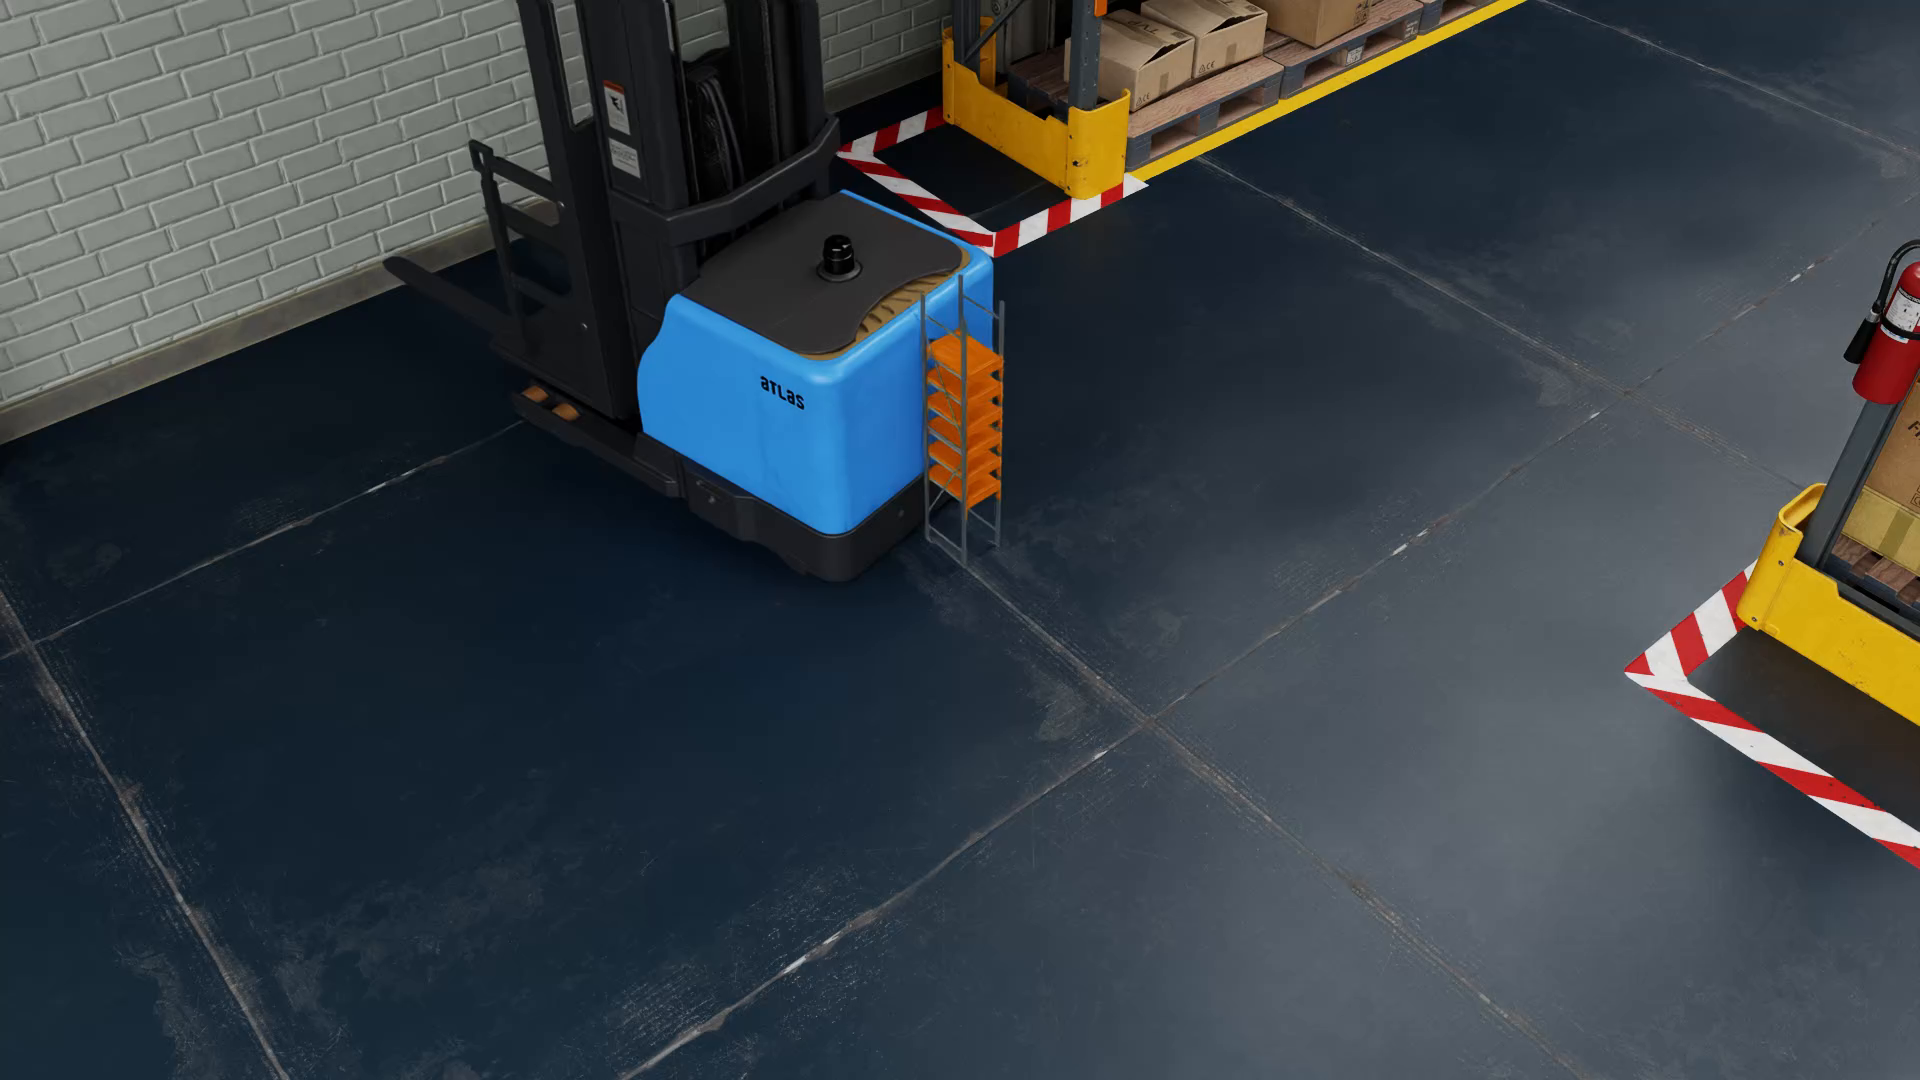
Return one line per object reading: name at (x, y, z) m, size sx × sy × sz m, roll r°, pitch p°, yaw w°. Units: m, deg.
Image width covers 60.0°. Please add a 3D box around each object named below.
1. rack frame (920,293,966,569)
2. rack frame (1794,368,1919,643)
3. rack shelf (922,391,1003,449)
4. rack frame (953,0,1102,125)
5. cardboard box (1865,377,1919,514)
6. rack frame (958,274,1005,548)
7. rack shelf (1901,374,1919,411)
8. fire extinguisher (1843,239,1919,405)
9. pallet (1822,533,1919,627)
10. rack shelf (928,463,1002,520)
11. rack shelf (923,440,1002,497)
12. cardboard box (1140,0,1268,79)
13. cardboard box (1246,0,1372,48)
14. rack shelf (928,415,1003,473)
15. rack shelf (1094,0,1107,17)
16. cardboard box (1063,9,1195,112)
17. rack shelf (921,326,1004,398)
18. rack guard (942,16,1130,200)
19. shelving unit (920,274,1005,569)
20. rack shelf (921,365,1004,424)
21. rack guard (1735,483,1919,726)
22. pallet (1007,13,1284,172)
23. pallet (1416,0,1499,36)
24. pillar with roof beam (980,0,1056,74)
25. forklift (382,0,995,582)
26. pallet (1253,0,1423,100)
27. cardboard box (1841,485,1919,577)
rack frame at (-0.059, -0.382, 6.281) m, size 0.006 × 1.200 × 0.240 m, roll -32°, pitch 52°, yaw -29°
rack frame at (3.507, -0.591, 5.188) m, size 0.127 × 3.000 × 1.000 m, roll -30°, pitch 51°, yaw -28°
rack shelf at (0.009, -0.479, 6.273) m, size 0.180 × 0.103 × 0.258 m, roll -32°, pitch 52°, yaw -29°
rack frame at (0.326, -3.190, 7.956) m, size 0.127 × 3.000 × 1.000 m, roll -30°, pitch 51°, yaw -28°
cardboard box at (3.728, -0.407, 6.146) m, size 0.500 × 0.500 × 0.500 m, roll -30°, pitch 51°, yaw -28°
rack frame at (0.077, -0.467, 6.370) m, size 0.006 × 1.200 × 0.240 m, roll -32°, pitch 52°, yaw -29°
rack shelf at (5.041, -1.207, 6.370) m, size 4.000 × 0.370 × 1.077 m, roll -30°, pitch 51°, yaw -28°
fire extinguisher at (3.118, -0.755, 5.419) m, size 0.183 × 0.674 × 0.296 m, roll -30°, pitch 51°, yaw -28°
pallet at (4.067, 0.068, 6.524) m, size 1.213 × 0.211 × 1.003 m, roll -30°, pitch 51°, yaw -28°
rack shelf at (0.010, -0.217, 6.520) m, size 0.180 × 0.103 × 0.258 m, roll -32°, pitch 52°, yaw -29°
rack shelf at (0.010, -0.305, 6.438) m, size 0.180 × 0.103 × 0.258 m, roll -32°, pitch 52°, yaw -29°
cardboard box at (1.352, -2.878, 9.266) m, size 0.500 × 0.311 × 0.500 m, roll -26°, pitch 49°, yaw -25°
cardboard box at (1.947, -3.243, 9.516) m, size 0.500 × 0.500 × 0.700 m, roll -33°, pitch 52°, yaw -30°
rack shelf at (0.009, -0.392, 6.356) m, size 0.180 × 0.103 × 0.258 m, roll -32°, pitch 52°, yaw -29°
rack shelf at (1.860, -3.807, 9.138) m, size 4.000 × 0.370 × 1.077 m, roll -30°, pitch 51°, yaw -28°
cardboard box at (0.914, -2.627, 8.999) m, size 0.500 × 0.311 × 0.500 m, roll 33°, pitch 52°, yaw 30°
rack shelf at (0.009, -0.654, 6.109) m, size 0.180 × 0.103 × 0.258 m, roll -32°, pitch 52°, yaw -29°
rack guard at (0.384, -2.313, 8.847) m, size 0.348 × 0.500 × 1.175 m, roll -30°, pitch 51°, yaw -28°
shelving unit at (0.009, -0.424, 6.325) m, size 0.189 × 1.200 × 0.258 m, roll -32°, pitch 52°, yaw -29°
rack shelf at (0.009, -0.567, 6.191) m, size 0.180 × 0.103 × 0.258 m, roll -32°, pitch 52°, yaw -29°
rack guard at (3.489, 0.331, 6.032) m, size 0.348 × 0.500 × 1.175 m, roll -30°, pitch 51°, yaw -28°
pallet at (1.030, -2.546, 9.306) m, size 1.213 × 0.211 × 1.003 m, roll -30°, pitch 51°, yaw -28°
pallet at (2.902, -3.617, 10.447) m, size 1.213 × 0.211 × 1.003 m, roll -30°, pitch 51°, yaw -28°
pillar with roof beam at (3.070, -3.878, 4.306) m, size 0.400 × 9.000 × 9.100 m, roll -30°, pitch 51°, yaw -28°
forklift at (-1.326, -1.748, 6.470) m, size 3.031 × 2.935 × 1.130 m, roll 28°, pitch 50°, yaw 27°
pallet at (1.965, -3.079, 9.874) m, size 1.213 × 0.211 × 1.003 m, roll -30°, pitch 51°, yaw -28°
cardboard box at (3.729, -0.132, 6.401) m, size 0.500 × 0.250 × 0.500 m, roll -30°, pitch 51°, yaw -28°
